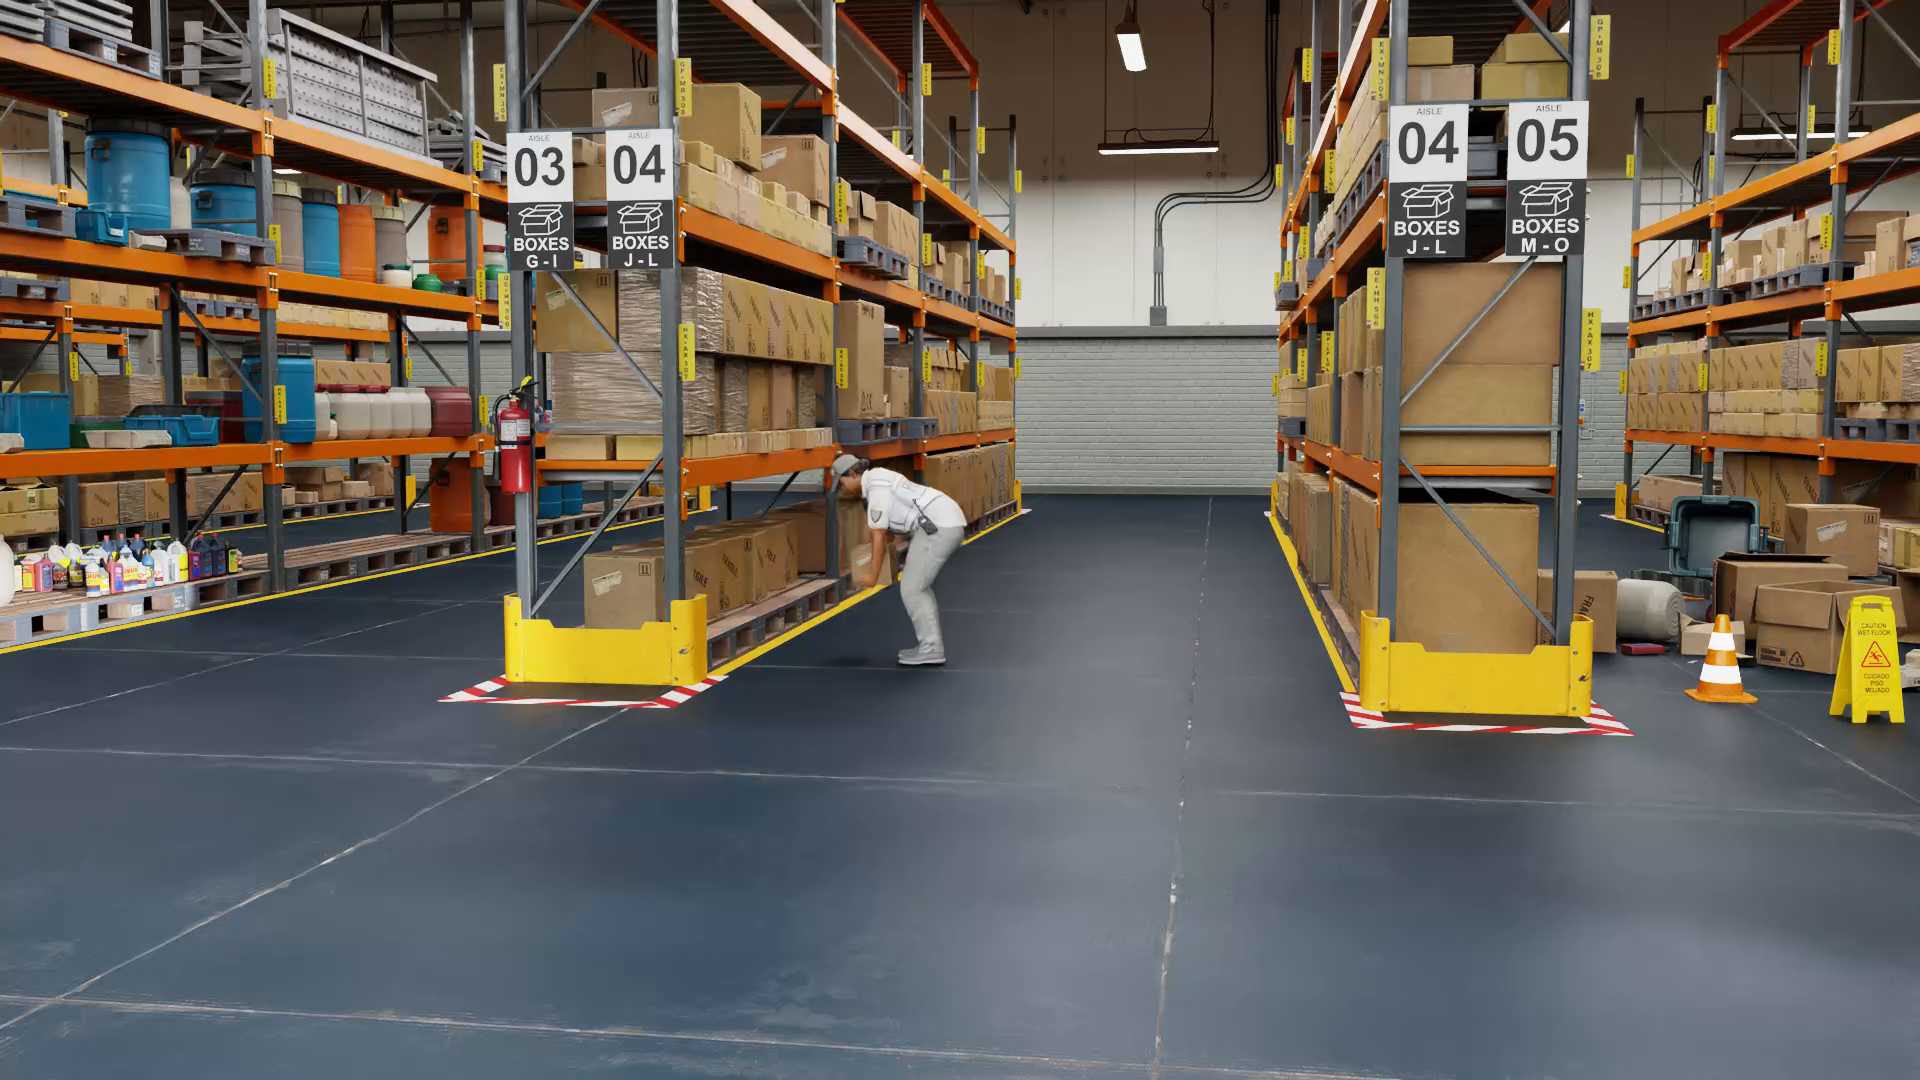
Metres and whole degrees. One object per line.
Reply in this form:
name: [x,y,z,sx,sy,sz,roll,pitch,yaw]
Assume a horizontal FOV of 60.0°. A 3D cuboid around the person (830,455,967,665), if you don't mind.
person: [-0.396,0.119,10.601,0.873,1.322,0.453,1,5,7]
